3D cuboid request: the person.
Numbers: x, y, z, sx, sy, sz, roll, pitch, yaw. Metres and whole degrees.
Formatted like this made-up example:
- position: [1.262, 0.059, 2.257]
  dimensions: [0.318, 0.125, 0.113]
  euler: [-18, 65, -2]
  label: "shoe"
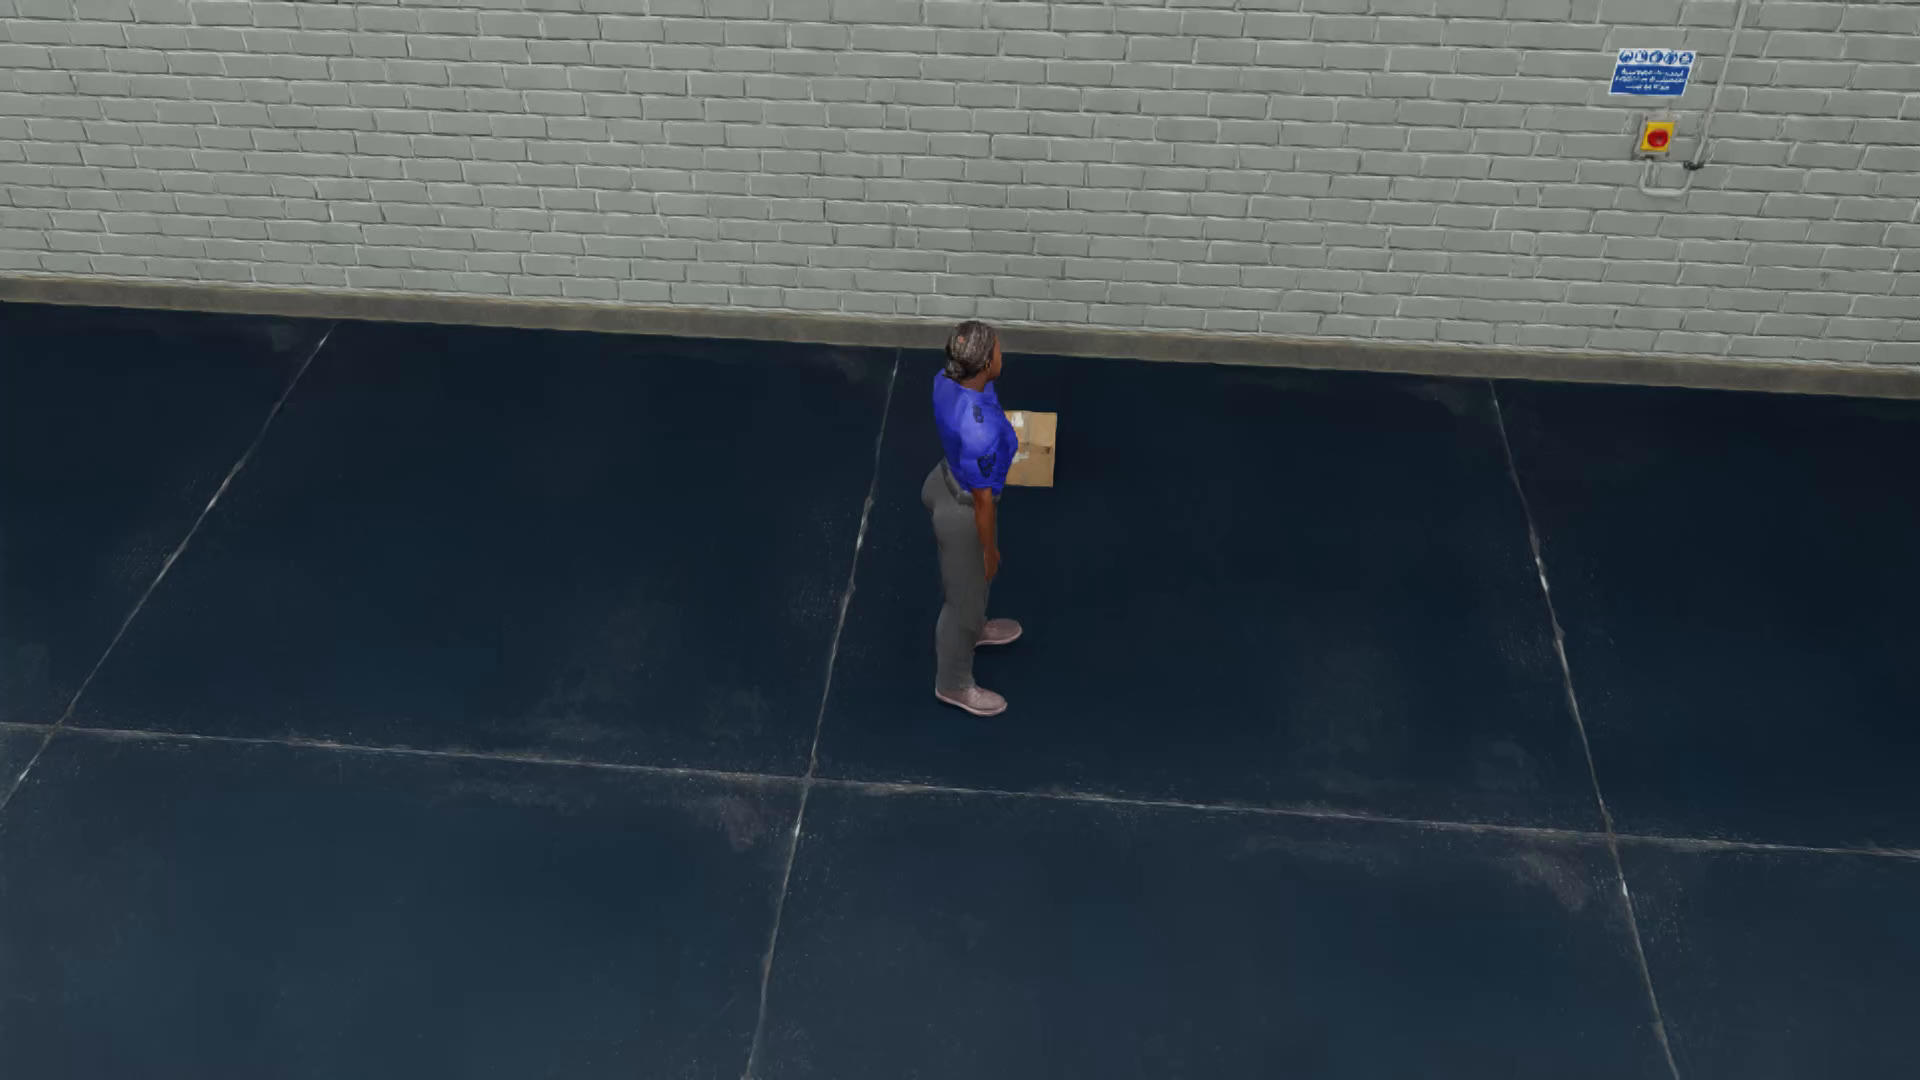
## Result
- position: [0.081, -0.105, 6.245]
  dimensions: [0.437, 1.666, 0.535]
  euler: [-10, 41, -12]
  label: "person"
